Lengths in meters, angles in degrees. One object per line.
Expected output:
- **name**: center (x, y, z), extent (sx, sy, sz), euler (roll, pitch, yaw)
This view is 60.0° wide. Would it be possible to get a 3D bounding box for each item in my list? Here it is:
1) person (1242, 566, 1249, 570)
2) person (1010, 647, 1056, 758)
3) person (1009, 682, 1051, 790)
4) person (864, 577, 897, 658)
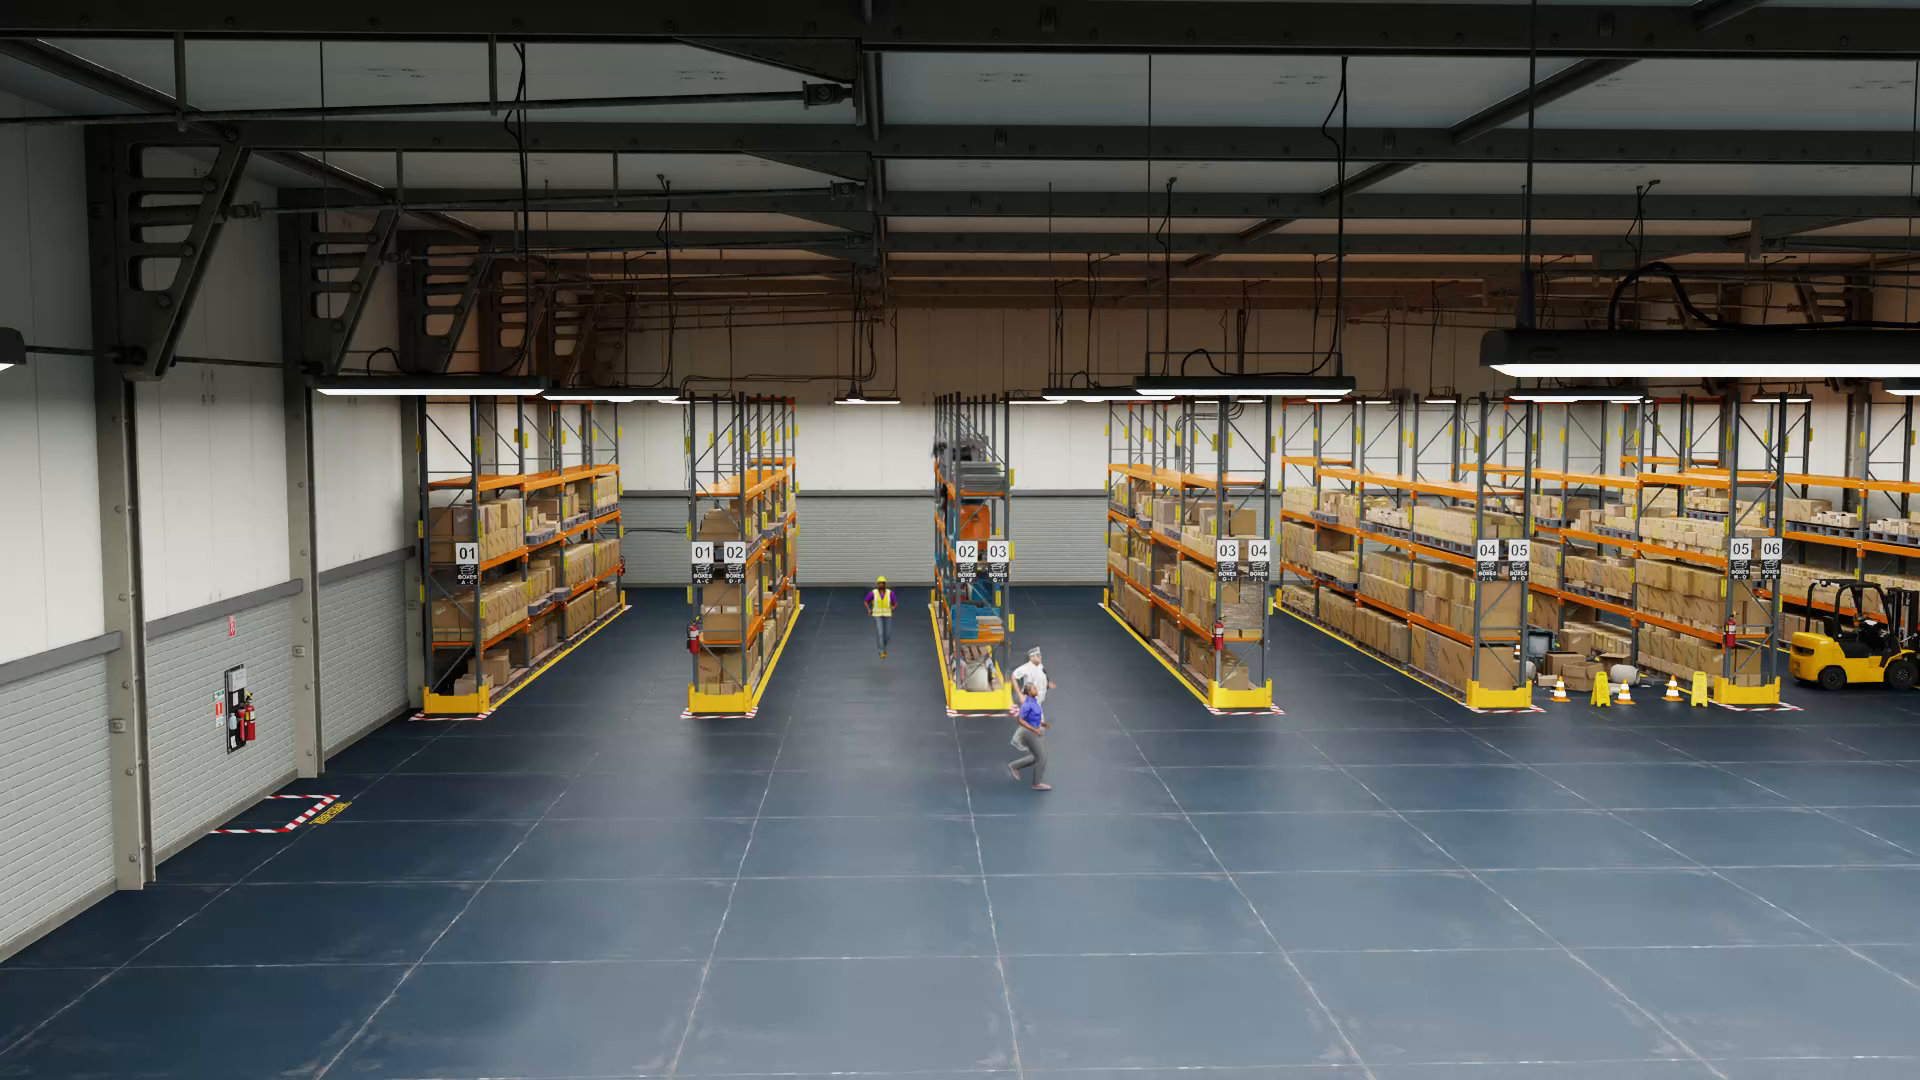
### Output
- **person**: center (7.984, 1.137, 47.049), extent (0.562, 1.690, 0.779), euler (0, 5, 1)
- **person**: center (1.191, 2.659, 27.343), extent (0.799, 1.842, 0.645), euler (2, 5, 27)
- **person**: center (1.045, 2.924, 24.894), extent (0.658, 1.607, 0.579), euler (1, 5, 15)
- **person**: center (-1.698, 1.674, 36.101), extent (0.714, 1.758, 0.780), euler (-1, 5, -12)
